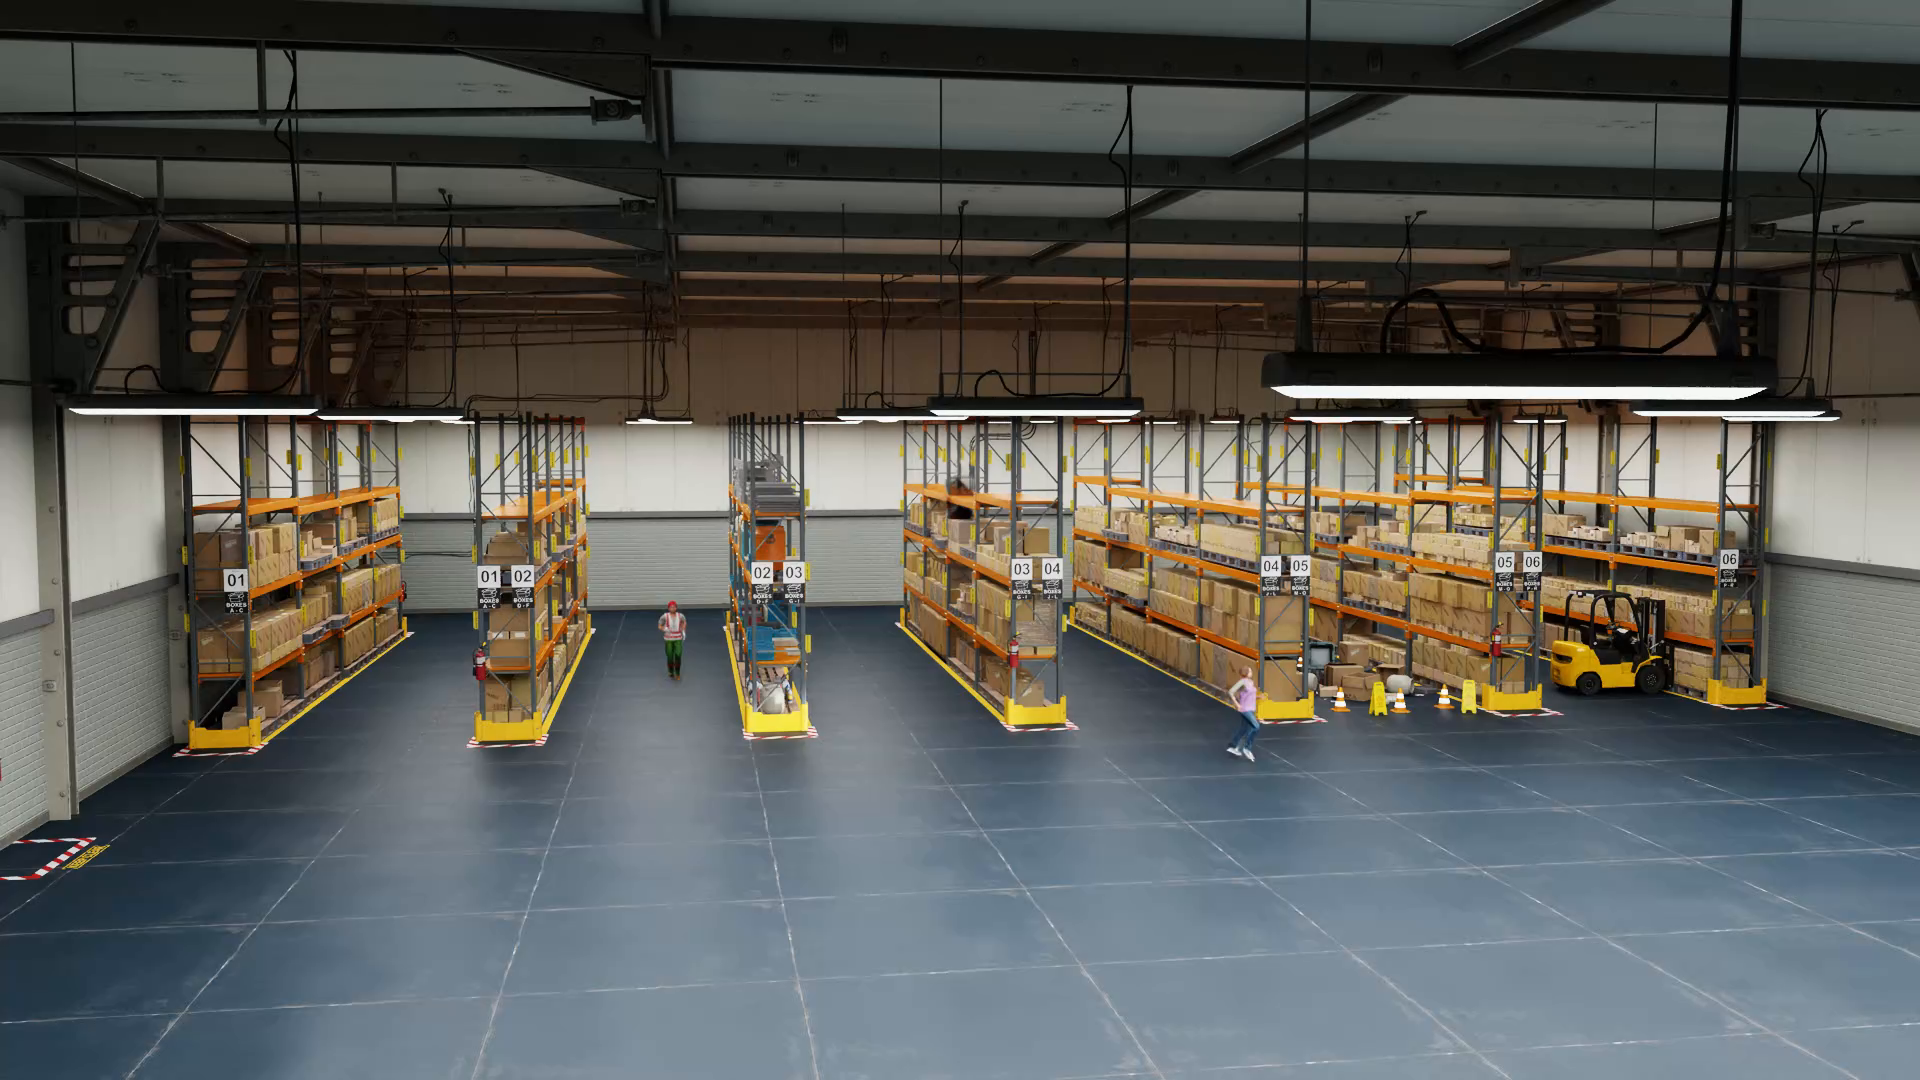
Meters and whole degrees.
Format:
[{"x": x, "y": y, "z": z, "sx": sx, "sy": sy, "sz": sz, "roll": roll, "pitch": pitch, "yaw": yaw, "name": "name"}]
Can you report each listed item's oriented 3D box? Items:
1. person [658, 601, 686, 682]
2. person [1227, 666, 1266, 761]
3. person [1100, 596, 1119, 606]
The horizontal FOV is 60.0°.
[{"x": -6.499, "y": 2.288, "z": 37.554, "sx": 0.633, "sy": 1.839, "sz": 0.777, "roll": -1, "pitch": 4, "yaw": -13, "name": "person"}, {"x": 4.936, "y": 2.973, "z": 28.667, "sx": 0.691, "sy": 1.625, "sz": 0.505, "roll": 2, "pitch": 4, "yaw": 27, "name": "person"}, {"x": 4.440, "y": 1.475, "z": 49.928, "sx": 0.983, "sy": 1.738, "sz": 0.669, "roll": 0, "pitch": 4, "yaw": -6, "name": "person"}]
